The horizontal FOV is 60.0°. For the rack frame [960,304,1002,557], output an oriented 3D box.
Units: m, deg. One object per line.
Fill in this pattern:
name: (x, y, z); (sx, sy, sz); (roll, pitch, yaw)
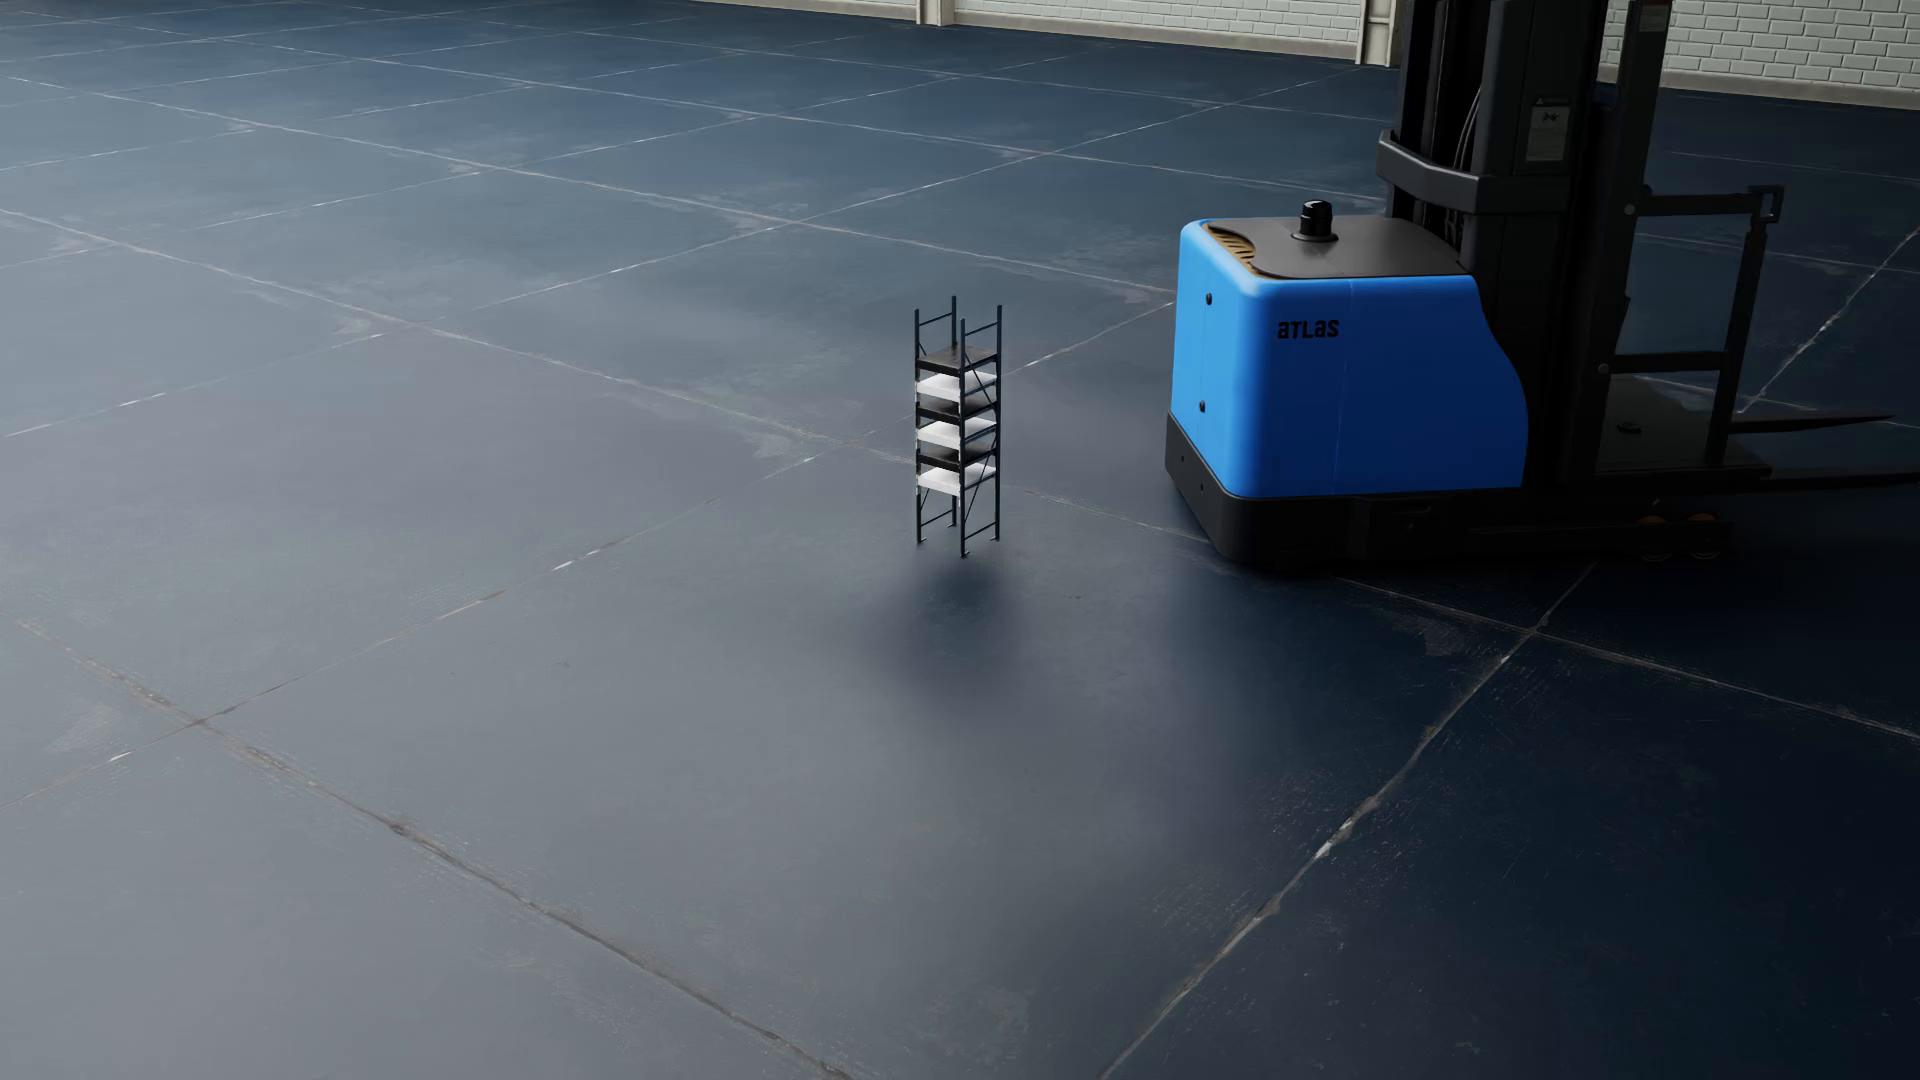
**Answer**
rack frame: (0.075, -0.389, 6.017); (0.006, 0.900, 0.240); (17, 29, 33)

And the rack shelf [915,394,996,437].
rack shelf: (-0.006, -0.466, 6.050); (0.200, 0.077, 0.258); (17, 29, 33)

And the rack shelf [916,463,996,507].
rack shelf: (-0.006, -0.219, 6.159); (0.200, 0.077, 0.258); (17, 29, 33)

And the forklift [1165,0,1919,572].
forklift: (2.384, -1.470, 5.952); (3.031, 2.935, 1.130); (-3, 24, -6)

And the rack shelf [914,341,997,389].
rack shelf: (-0.006, -0.630, 5.978); (0.200, 0.077, 0.258); (17, 29, 33)

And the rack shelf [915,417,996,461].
rack shelf: (-0.006, -0.383, 6.086); (0.200, 0.077, 0.258); (17, 29, 33)

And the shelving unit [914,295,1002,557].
shelving unit: (-0.006, -0.414, 6.073); (0.210, 0.900, 0.258); (17, 29, 33)

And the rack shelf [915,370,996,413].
rack shelf: (-0.006, -0.548, 6.014); (0.200, 0.077, 0.258); (17, 29, 33)

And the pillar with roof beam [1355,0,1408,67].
pillar with roof beam: (1.913, -7.849, 12.903); (0.400, 9.000, 9.100); (17, 29, 33)

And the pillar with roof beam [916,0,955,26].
pillar with roof beam: (-2.888, -9.300, 16.196); (0.400, 9.000, 9.100); (17, 29, 33)

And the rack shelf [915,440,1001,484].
rack shelf: (-0.006, -0.301, 6.123); (0.200, 0.077, 0.258); (17, 29, 33)

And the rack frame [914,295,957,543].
rack frame: (-0.088, -0.438, 6.129); (0.006, 0.900, 0.240); (17, 29, 33)
